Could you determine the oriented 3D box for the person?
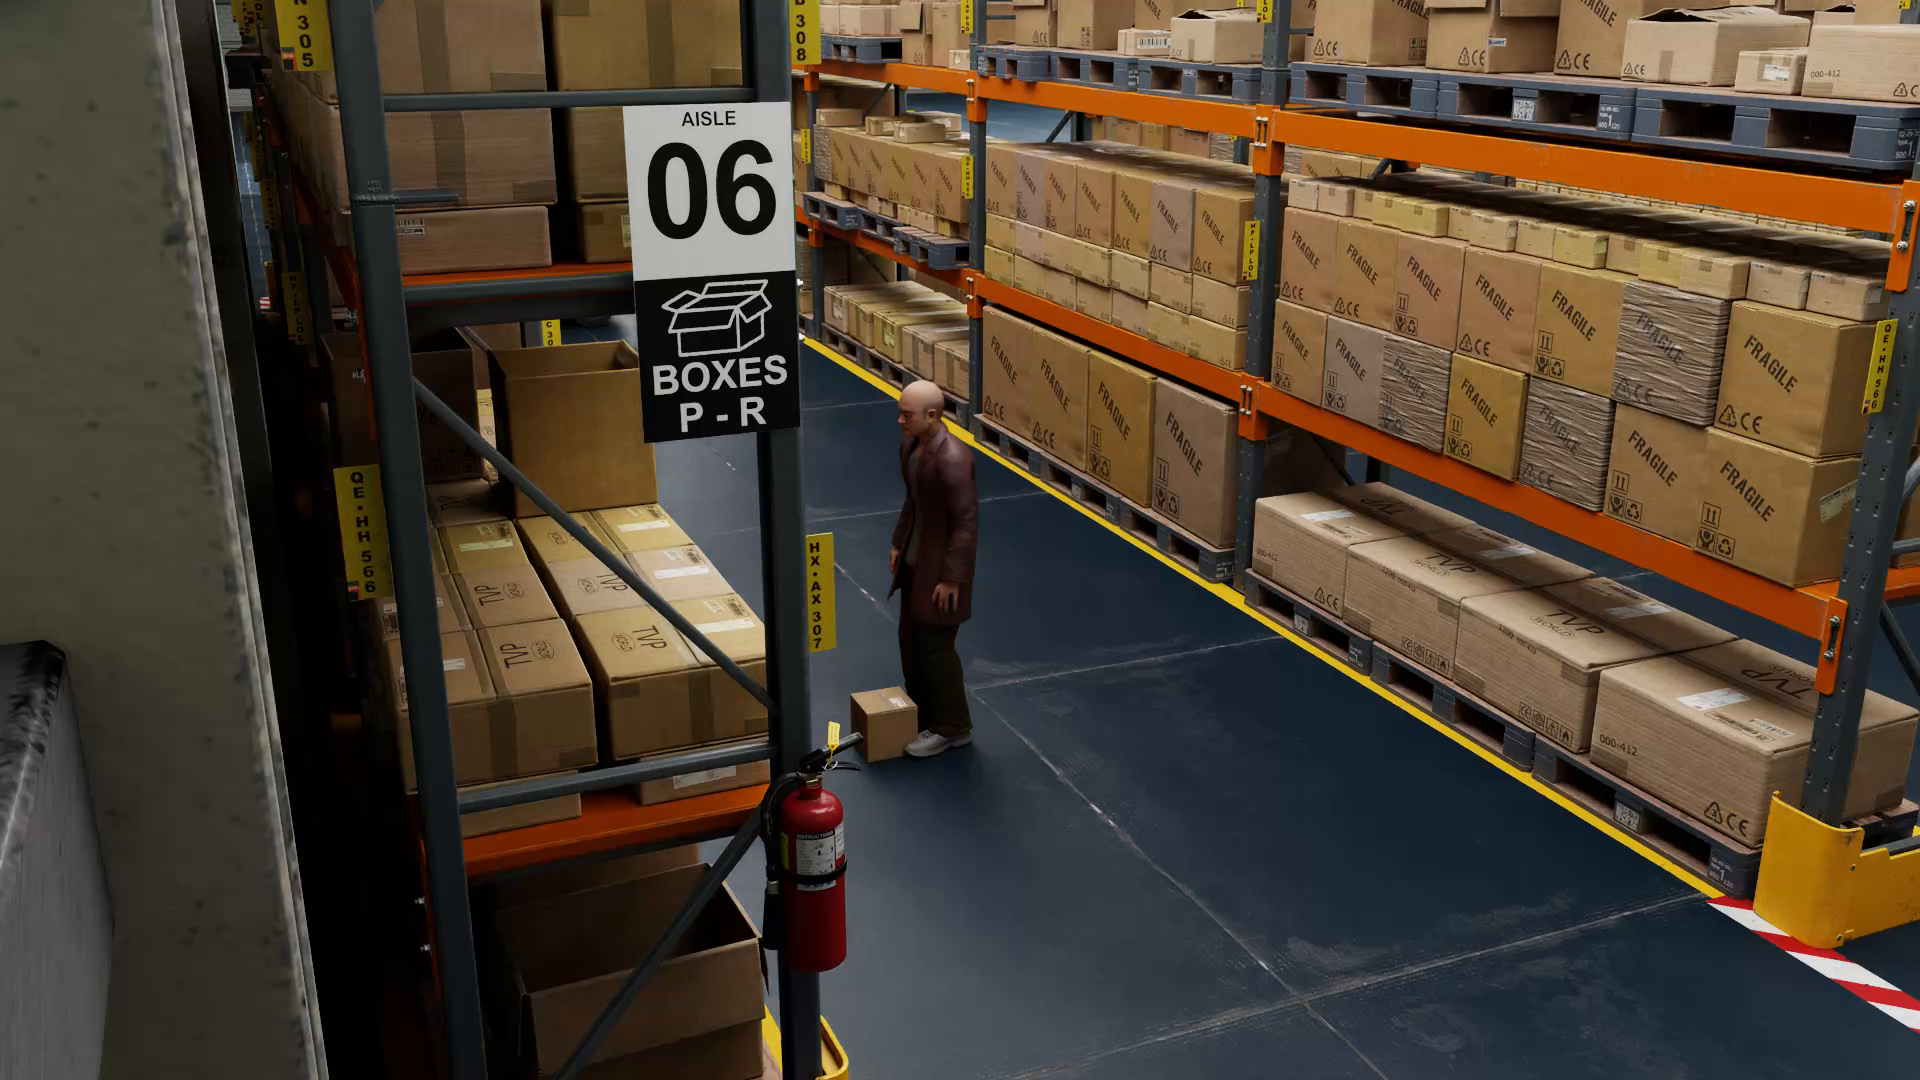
[{"bbox_3d":[-0.132,0.118,7.732,0.416,1.774,0.656,-8,20,-24],"label":"person"}]
